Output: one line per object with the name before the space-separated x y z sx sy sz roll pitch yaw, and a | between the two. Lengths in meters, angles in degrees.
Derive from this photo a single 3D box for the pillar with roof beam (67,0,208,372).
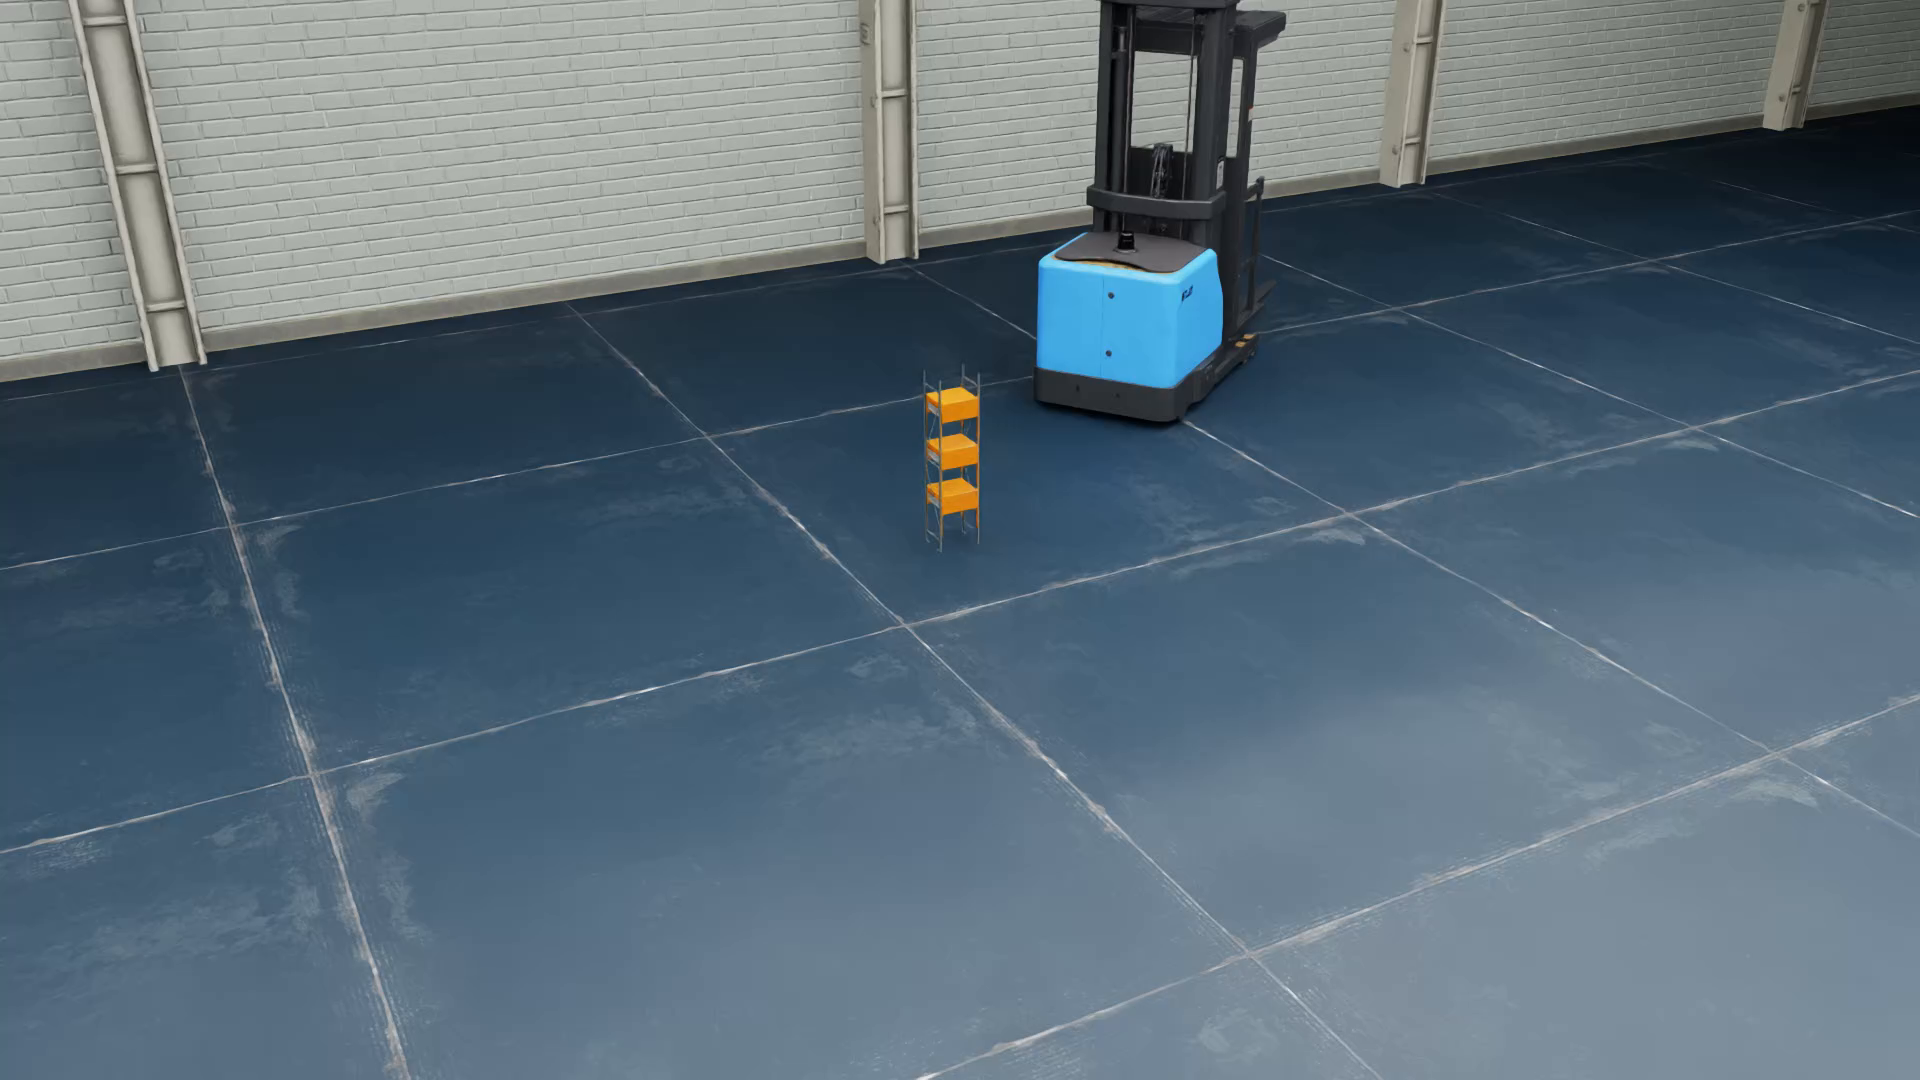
pillar with roof beam | -3.884 -3.760 7.183 0.400 9.000 9.100 -13 29 -25

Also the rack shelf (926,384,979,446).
rack shelf | -0.047 -0.709 9.382 0.240 0.259 0.215 -13 29 -25

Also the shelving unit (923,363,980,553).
shelving unit | -0.047 -0.462 9.500 0.252 1.050 0.215 -13 29 -25

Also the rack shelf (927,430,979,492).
rack shelf | -0.047 -0.453 9.505 0.240 0.259 0.215 -13 29 -25

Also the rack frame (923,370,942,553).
rack frame | -0.155 -0.438 9.448 0.008 1.050 0.200 -13 29 -25

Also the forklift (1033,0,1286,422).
forklift | 1.627 -2.726 12.041 1.130 2.935 3.031 12 28 24

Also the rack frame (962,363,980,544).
rack frame | 0.060 -0.487 9.552 0.008 1.050 0.200 -13 29 -25

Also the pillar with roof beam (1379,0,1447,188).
pillar with roof beam | 6.704 -6.204 12.274 0.400 9.000 9.100 -13 29 -25

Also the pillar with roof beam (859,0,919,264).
pillar with roof beam | 1.410 -4.982 9.729 0.400 9.000 9.100 -13 29 -25

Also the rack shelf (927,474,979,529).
rack shelf | -0.047 -0.202 9.625 0.240 0.259 0.215 -13 29 -25

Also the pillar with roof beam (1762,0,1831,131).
pillar with roof beam | 11.998 -7.426 14.819 0.400 9.000 9.100 -13 29 -25
